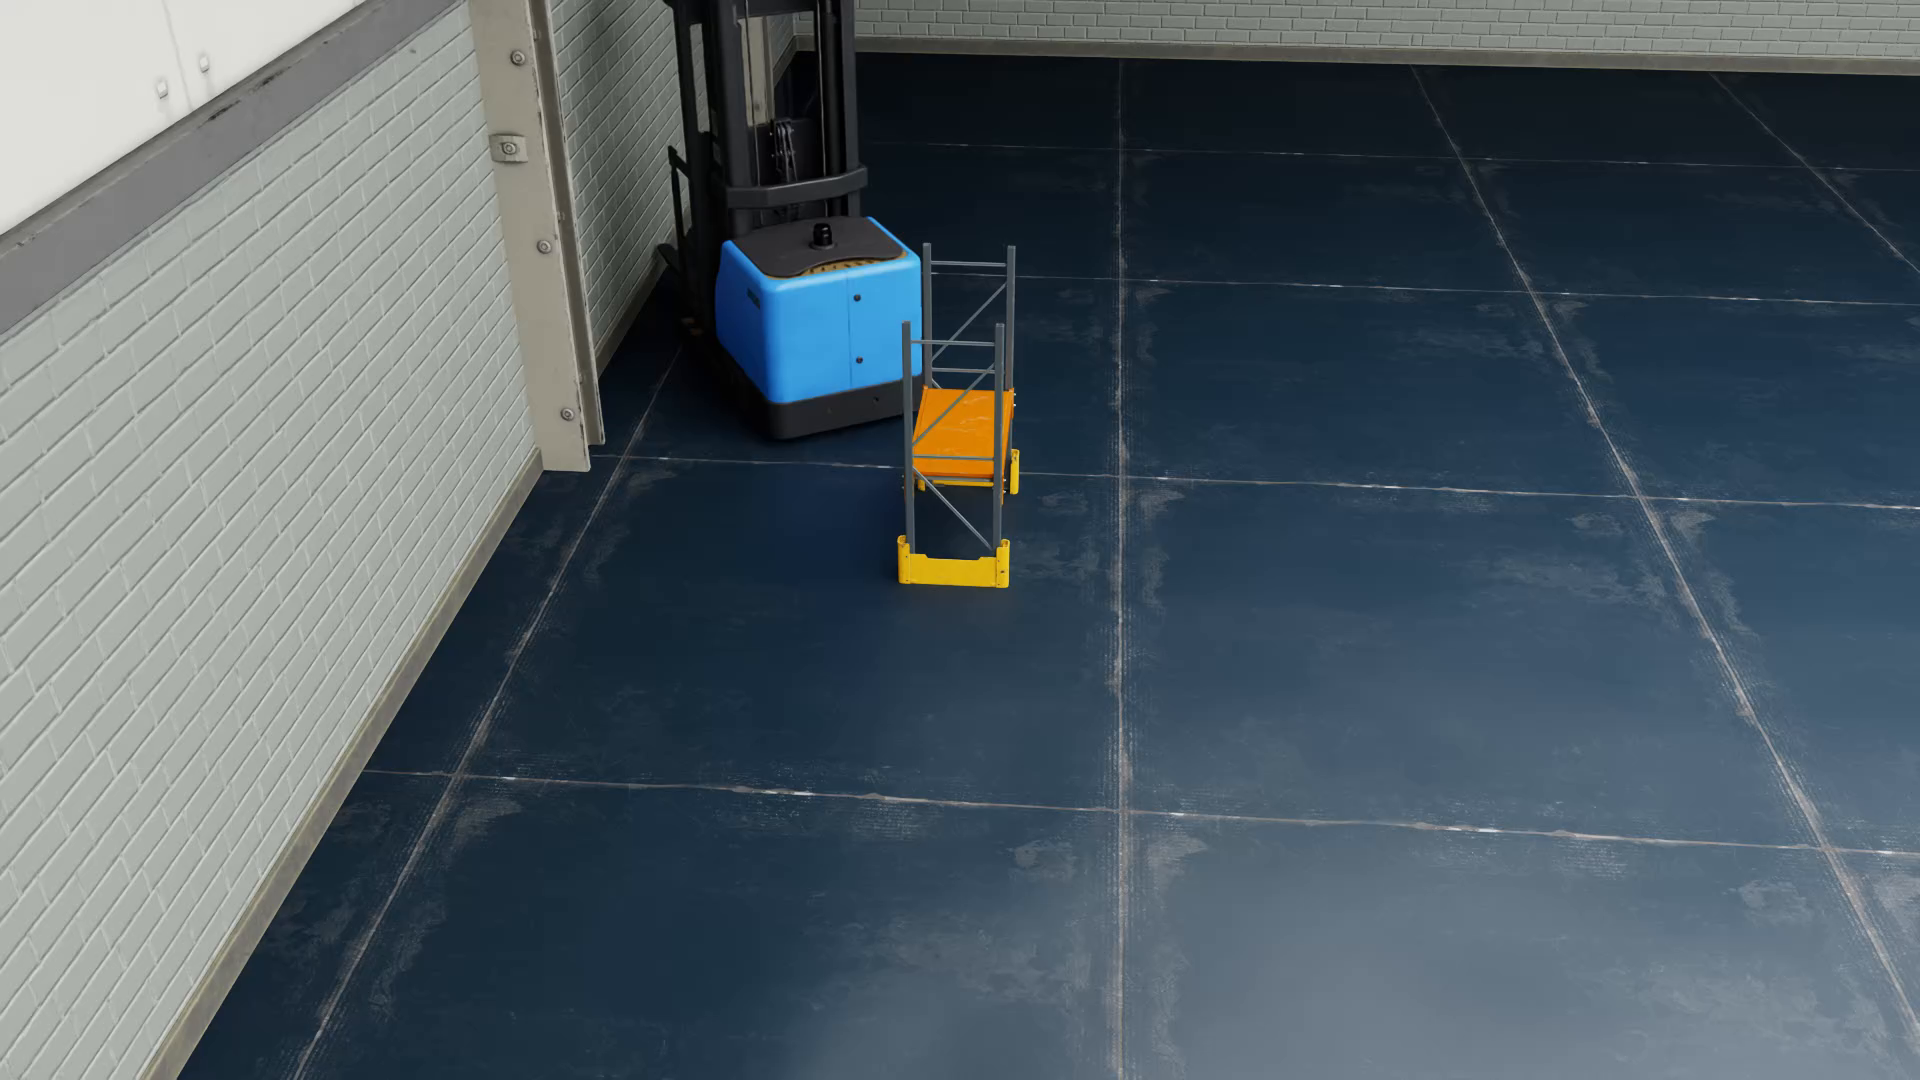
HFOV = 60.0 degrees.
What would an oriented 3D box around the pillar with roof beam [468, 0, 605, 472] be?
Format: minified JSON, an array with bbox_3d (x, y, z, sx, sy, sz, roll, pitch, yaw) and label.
[{"bbox_3d":[1.937,-4.165,7.430,9.100,9.000,0.400,2,32,4],"label":"pillar with roof beam"}]

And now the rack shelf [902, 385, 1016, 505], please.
[{"bbox_3d":[0.007,-0.530,9.023,0.538,0.185,1.000,2,32,4],"label":"rack shelf"}]

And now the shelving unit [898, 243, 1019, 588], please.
[{"bbox_3d":[0.006,-0.678,8.921,0.587,1.500,1.083,2,32,4],"label":"shelving unit"}]

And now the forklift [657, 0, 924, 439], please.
[{"bbox_3d":[-1.304,-2.615,10.699,1.130,2.935,3.031,-14,34,-21],"label":"forklift"}]

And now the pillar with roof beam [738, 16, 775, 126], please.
[{"bbox_3d":[2.426,-7.302,12.521,9.100,9.000,0.400,2,32,4],"label":"pillar with roof beam"}]

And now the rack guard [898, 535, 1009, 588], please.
[{"bbox_3d":[-0.034,0.114,8.827,0.587,0.250,0.087,2,32,4],"label":"rack guard"}]

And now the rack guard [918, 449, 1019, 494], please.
[{"bbox_3d":[0.047,-0.407,9.672,0.587,0.250,0.087,2,32,4],"label":"rack guard"}]

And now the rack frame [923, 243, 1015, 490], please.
[{"bbox_3d":[0.048,-0.949,9.360,0.500,1.500,0.032,2,32,4],"label":"rack frame"}]

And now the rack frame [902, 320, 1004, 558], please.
[{"bbox_3d":[-0.034,-0.417,8.498,0.500,1.500,0.032,2,32,4],"label":"rack frame"}]
